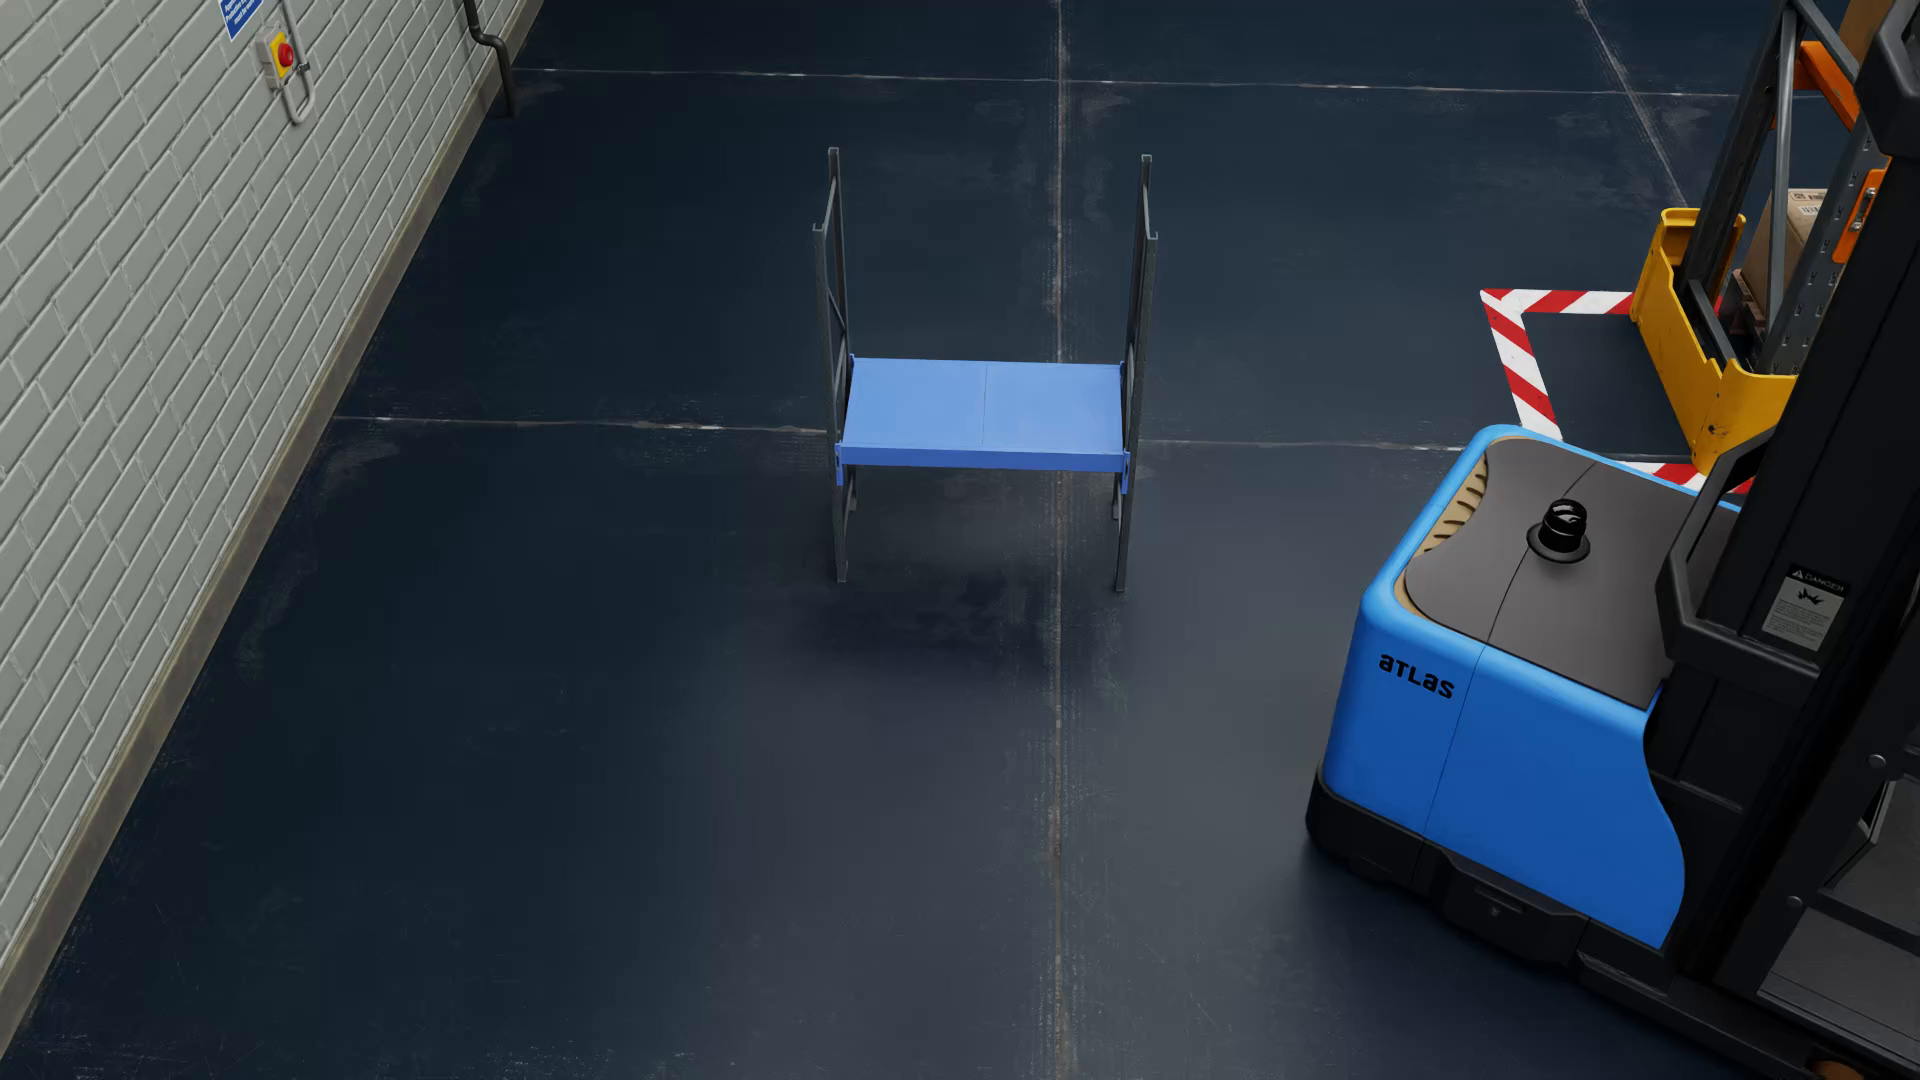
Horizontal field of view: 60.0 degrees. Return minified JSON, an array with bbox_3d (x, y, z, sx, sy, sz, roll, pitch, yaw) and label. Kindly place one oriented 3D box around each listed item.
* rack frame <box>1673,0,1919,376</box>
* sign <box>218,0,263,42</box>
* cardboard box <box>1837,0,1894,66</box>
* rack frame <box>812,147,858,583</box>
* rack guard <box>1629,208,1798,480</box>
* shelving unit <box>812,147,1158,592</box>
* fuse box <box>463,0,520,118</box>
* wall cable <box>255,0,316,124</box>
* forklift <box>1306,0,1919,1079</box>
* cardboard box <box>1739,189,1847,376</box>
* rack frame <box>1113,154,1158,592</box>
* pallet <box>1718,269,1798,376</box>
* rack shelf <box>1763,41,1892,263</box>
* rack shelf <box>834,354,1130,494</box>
[{"bbox_3d":[3.117,-1.732,5.908,0.127,3.000,1.000,2,43,2],"label":"rack frame"},{"bbox_3d":[-2.581,-1.957,5.951,0.001,0.218,0.327,2,43,2],"label":"sign"},{"bbox_3d":[3.610,-1.934,6.052,0.500,0.500,0.500,2,43,2],"label":"cardboard box"},{"bbox_3d":[-0.423,-0.562,5.753,0.032,1.500,0.500,2,43,2],"label":"rack frame"},{"bbox_3d":[3.093,-0.818,6.761,0.348,0.500,1.175,2,43,2],"label":"rack guard"},{"bbox_3d":[0.085,-0.546,5.736,1.048,1.500,0.538,2,43,2],"label":"shelving unit"},{"bbox_3d":[-2.277,-2.843,8.047,0.414,1.711,0.539,2,43,2],"label":"fuse box"},{"bbox_3d":[-2.517,-2.272,5.720,0.123,1.953,0.585,2,43,2],"label":"wall cable"},{"bbox_3d":[2.588,0.168,3.919,3.031,2.935,1.130,25,48,24],"label":"forklift"},{"bbox_3d":[3.780,-0.996,6.690,0.875,0.438,0.875,0,43,0],"label":"cardboard box"},{"bbox_3d":[0.593,-0.531,5.719,0.032,1.500,0.500,2,43,2],"label":"rack frame"},{"bbox_3d":[3.919,-0.740,6.889,1.213,0.211,1.003,2,43,2],"label":"pallet"},{"bbox_3d":[5.115,-1.407,6.087,4.000,0.370,1.077,2,43,2],"label":"rack shelf"},{"bbox_3d":[0.085,-0.415,5.859,1.000,0.185,0.538,2,43,2],"label":"rack shelf"}]
